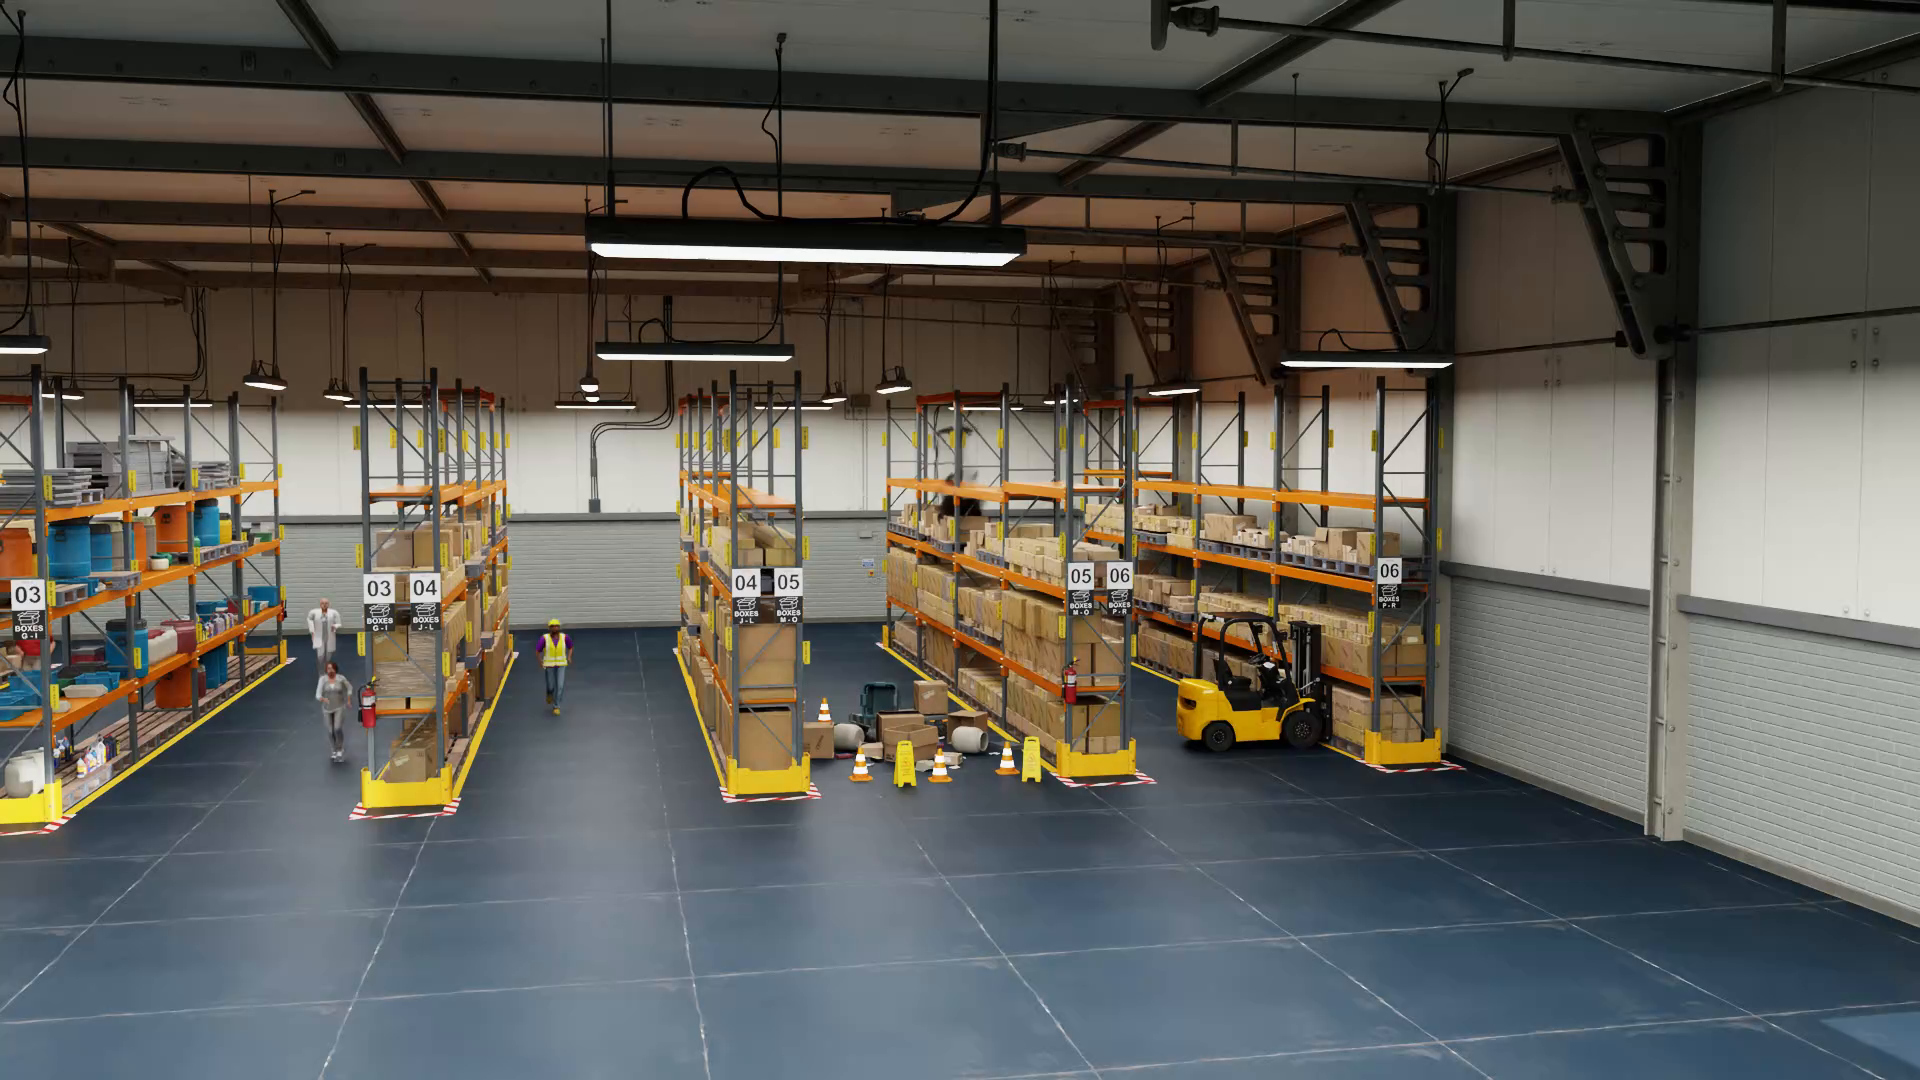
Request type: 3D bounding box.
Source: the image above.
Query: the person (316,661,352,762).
[{"bbox_3d":[-9.726,2.664,25.832,0.504,1.585,0.732,-1,3,-12],"label":"person"}]

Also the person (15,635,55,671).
[{"bbox_3d":[-17.469,2.299,31.347,0.658,1.686,0.593,-1,3,-12],"label":"person"}]

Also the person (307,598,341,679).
[{"bbox_3d":[-13.101,2.101,34.304,0.634,1.846,0.955,-2,4,-28],"label":"person"}]

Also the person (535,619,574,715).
[{"bbox_3d":[-7.464,2.324,30.673,0.711,1.748,0.738,-1,4,-20],"label":"person"}]
